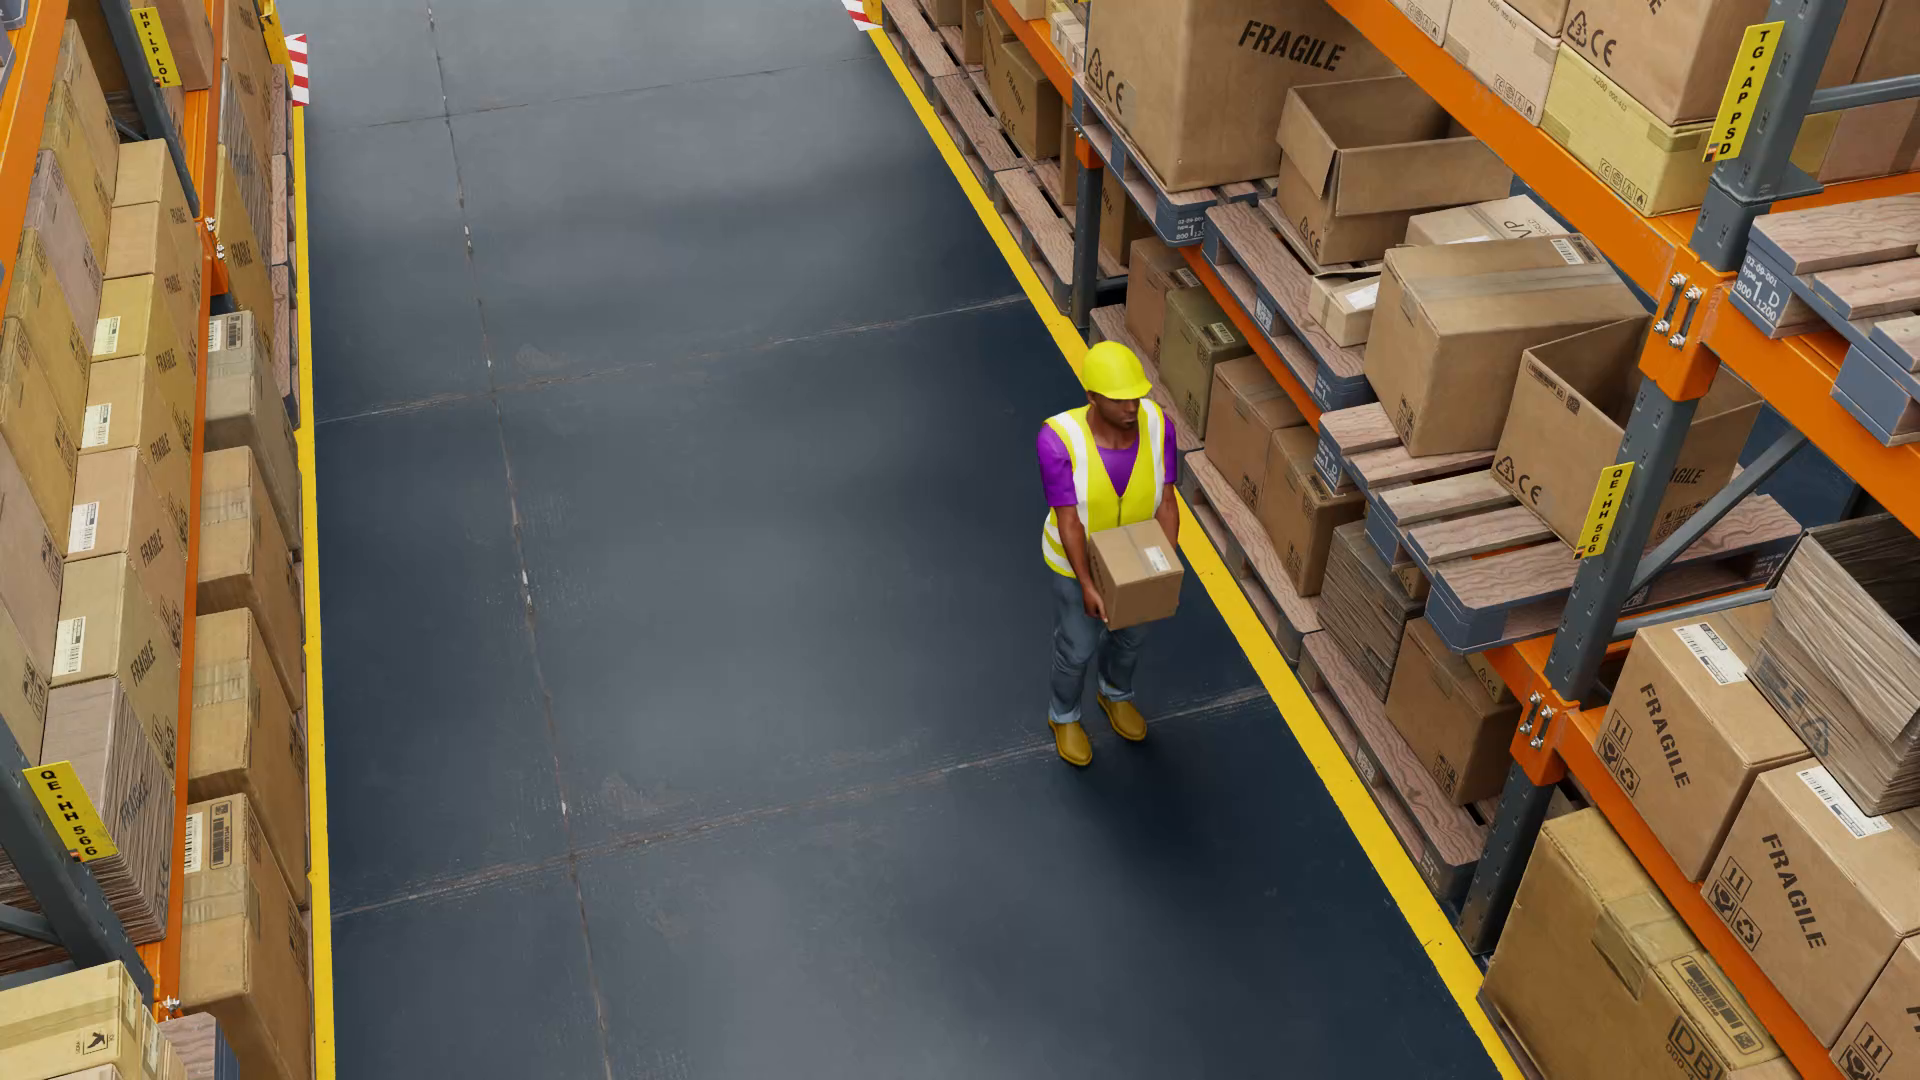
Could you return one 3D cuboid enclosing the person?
[{"bbox_3d":[0.558,0.112,6.022,0.503,1.760,0.576,-13,44,-14],"label":"person"}]
